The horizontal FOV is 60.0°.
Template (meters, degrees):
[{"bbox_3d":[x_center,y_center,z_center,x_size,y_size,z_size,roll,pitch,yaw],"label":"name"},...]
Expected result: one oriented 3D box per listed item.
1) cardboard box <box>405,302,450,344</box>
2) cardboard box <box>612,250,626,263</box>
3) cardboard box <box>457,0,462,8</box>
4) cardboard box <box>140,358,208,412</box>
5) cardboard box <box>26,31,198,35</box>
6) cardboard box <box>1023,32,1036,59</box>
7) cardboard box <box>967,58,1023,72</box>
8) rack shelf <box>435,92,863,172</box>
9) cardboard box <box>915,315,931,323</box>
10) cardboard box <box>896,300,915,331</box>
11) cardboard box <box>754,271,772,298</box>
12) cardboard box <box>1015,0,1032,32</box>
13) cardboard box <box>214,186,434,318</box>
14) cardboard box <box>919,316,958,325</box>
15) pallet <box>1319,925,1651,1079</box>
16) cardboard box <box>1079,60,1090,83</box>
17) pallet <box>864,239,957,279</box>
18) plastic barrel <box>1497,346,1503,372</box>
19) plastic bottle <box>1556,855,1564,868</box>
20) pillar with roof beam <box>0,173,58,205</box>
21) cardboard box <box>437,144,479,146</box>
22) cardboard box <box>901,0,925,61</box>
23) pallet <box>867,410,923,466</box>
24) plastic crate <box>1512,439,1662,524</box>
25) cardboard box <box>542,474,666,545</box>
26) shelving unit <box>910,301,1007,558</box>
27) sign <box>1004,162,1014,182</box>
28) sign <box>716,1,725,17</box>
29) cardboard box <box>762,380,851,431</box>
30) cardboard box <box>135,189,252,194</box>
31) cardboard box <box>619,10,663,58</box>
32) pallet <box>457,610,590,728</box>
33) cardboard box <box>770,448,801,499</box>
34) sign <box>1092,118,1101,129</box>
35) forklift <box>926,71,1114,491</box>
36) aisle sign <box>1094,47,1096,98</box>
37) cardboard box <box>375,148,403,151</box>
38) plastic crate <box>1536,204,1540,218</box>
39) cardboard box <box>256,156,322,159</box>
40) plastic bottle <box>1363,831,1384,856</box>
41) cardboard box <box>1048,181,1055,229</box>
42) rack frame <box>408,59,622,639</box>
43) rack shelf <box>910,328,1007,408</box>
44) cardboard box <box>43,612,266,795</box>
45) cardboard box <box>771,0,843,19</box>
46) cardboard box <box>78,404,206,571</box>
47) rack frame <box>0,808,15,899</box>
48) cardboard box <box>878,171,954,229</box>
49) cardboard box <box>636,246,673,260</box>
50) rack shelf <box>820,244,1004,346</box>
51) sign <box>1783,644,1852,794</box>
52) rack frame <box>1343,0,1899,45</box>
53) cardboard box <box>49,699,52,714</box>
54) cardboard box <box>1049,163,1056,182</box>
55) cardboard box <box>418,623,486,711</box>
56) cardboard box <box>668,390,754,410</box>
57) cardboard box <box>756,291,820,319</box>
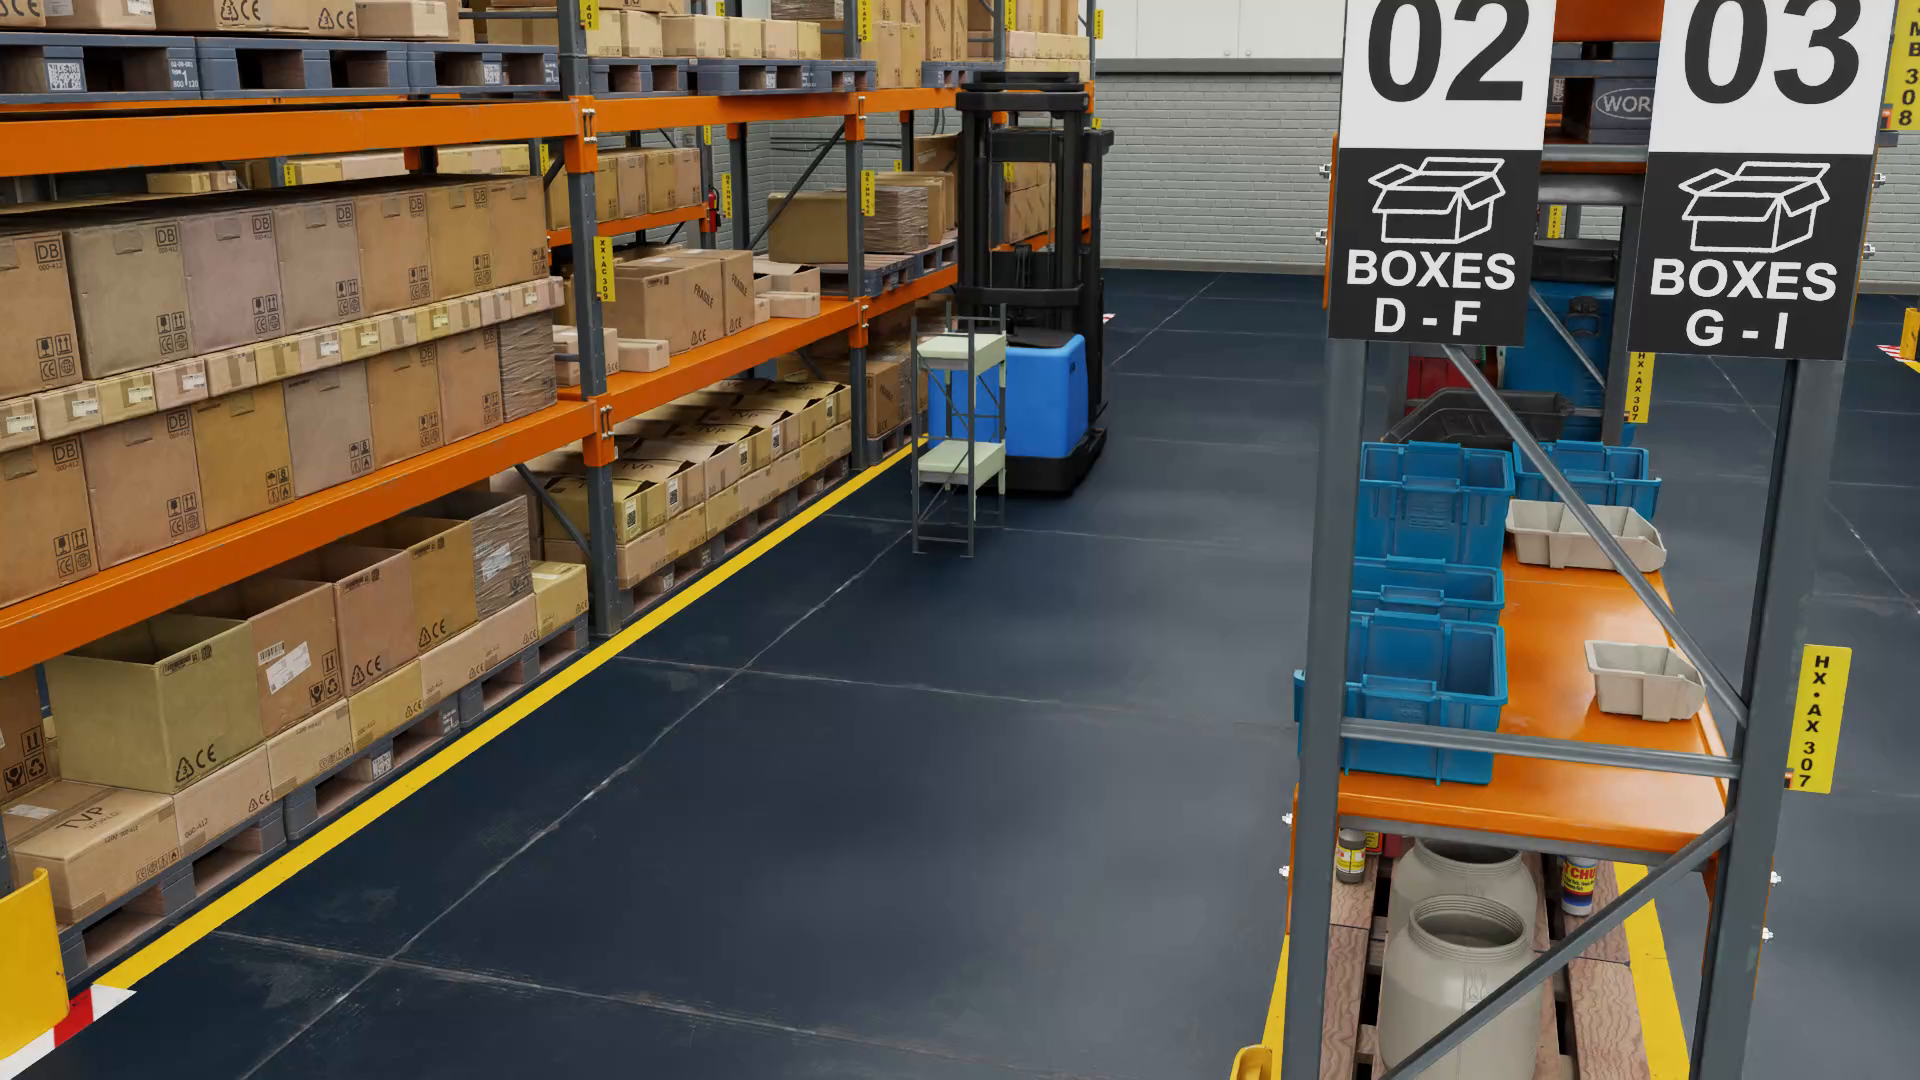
[{"bbox_3d":[-2.504,-0.972,7.386,0.380,0.149,0.250,5,16,16],"label":"cardboard box"},{"bbox_3d":[-4.227,-3.392,19.914,0.380,0.149,0.250,5,17,17],"label":"cardboard box"},{"bbox_3d":[-5.194,-5.285,16.104,0.500,0.250,0.500,6,17,20],"label":"cardboard box"},{"bbox_3d":[-2.941,-0.565,5.953,0.380,0.149,0.250,4,16,15],"label":"cardboard box"},{"bbox_3d":[-3.245,-2.056,6.220,0.500,0.311,0.500,7,17,22],"label":"cardboard box"},{"bbox_3d":[0.449,-4.909,16.500,0.500,0.250,0.500,5,16,16],"label":"cardboard box"},{"bbox_3d":[0.308,-4.537,16.107,0.500,0.250,0.500,5,16,16],"label":"cardboard box"},{"bbox_3d":[-1.773,-2.586,10.269,1.077,0.370,4.000,5,16,16],"label":"rack shelf"},{"bbox_3d":[-0.580,-1.819,15.521,0.500,0.500,0.500,5,17,17],"label":"cardboard box"},{"bbox_3d":[-0.723,-2.059,14.991,0.500,0.250,0.500,5,16,16],"label":"cardboard box"},{"bbox_3d":[-1.644,-1.750,11.665,0.500,0.311,0.500,4,16,15],"label":"cardboard box"},{"bbox_3d":[0.312,-5.280,16.437,0.700,0.500,0.500,5,16,16],"label":"cardboard box"},{"bbox_3d":[-2.747,-1.258,7.206,0.700,0.500,0.500,5,16,16],"label":"cardboard box"},{"bbox_3d":[-0.082,-1.787,15.408,0.500,0.500,0.500,5,16,16],"label":"cardboard box"},{"bbox_3d":[1.483,1.572,4.900,1.003,0.211,1.213,5,16,16],"label":"pallet"},{"bbox_3d":[1.176,-5.321,18.869,0.500,0.250,0.500,5,16,16],"label":"cardboard box"},{"bbox_3d":[-0.656,-2.429,14.246,1.003,0.211,1.213,5,16,16],"label":"pallet"},{"bbox_3d":[3.098,-1.071,8.859,0.433,0.535,0.433,0,16,0],"label":"plastic barrel"},{"bbox_3d":[2.182,1.027,5.904,0.097,0.271,0.097,0,16,0],"label":"plastic bottle"},{"bbox_3d":[-3.026,-4.674,10.818,9.100,9.000,0.400,5,16,16],"label":"pillar with roof beam"},{"bbox_3d":[-5.199,-3.903,16.953,0.500,0.250,0.500,5,17,18],"label":"cardboard box"},{"bbox_3d":[-0.658,-4.324,13.945,0.600,0.600,0.600,4,16,14],"label":"cardboard box"},{"bbox_3d":[-0.956,-0.863,13.484,1.003,0.211,1.213,5,16,16],"label":"pallet"},{"bbox_3d":[2.353,-0.198,6.303,0.499,0.251,0.616,5,16,16],"label":"plastic crate"},{"bbox_3d":[-1.985,-0.203,9.290,0.500,0.311,0.500,5,16,16],"label":"cardboard box"},{"bbox_3d":[-0.002,-0.720,10.619,0.431,1.500,0.755,5,16,16],"label":"shelving unit"},{"bbox_3d":[0.465,-3.573,15.808,0.100,0.325,0.005,5,16,16],"label":"sign"},{"bbox_3d":[-1.724,-3.746,12.095,0.100,0.325,0.005,5,16,16],"label":"sign"},{"bbox_3d":[-1.117,-1.005,12.116,0.500,0.311,0.500,5,17,17],"label":"cardboard box"},{"bbox_3d":[-6.079,-2.531,13.266,0.700,0.500,0.500,3,16,9],"label":"cardboard box"},{"bbox_3d":[-2.003,-2.843,9.362,0.500,0.250,0.500,3,16,10],"label":"cardboard box"},{"bbox_3d":[-2.607,0.581,8.394,1.003,0.211,1.213,5,16,16],"label":"pallet"},{"bbox_3d":[-1.409,-0.468,11.252,0.500,0.250,0.500,5,17,17],"label":"cardboard box"},{"bbox_3d":[1.595,-4.766,19.433,0.100,0.325,0.005,5,16,16],"label":"sign"},{"bbox_3d":[0.575,-2.115,12.915,1.130,2.935,3.031,3,16,12],"label":"forklift"},{"bbox_3d":[1.382,-5.350,19.429,0.394,0.787,0.004,5,16,16],"label":"aisle sign"},{"bbox_3d":[-5.479,-3.634,16.005,0.500,0.250,0.500,4,16,14],"label":"cardboard box"},{"bbox_3d":[5.175,-2.947,15.495,0.402,0.464,0.583,5,16,16],"label":"plastic crate"},{"bbox_3d":[-5.924,-3.231,14.583,0.500,0.250,0.500,4,16,14],"label":"cardboard box"},{"bbox_3d":[1.470,0.987,6.039,0.152,0.276,0.135,5,17,16],"label":"plastic bottle"},{"bbox_3d":[0.768,-3.617,17.900,0.500,0.500,0.500,4,16,15],"label":"cardboard box"},{"bbox_3d":[-2.341,-0.965,8.736,1.000,3.000,0.127,5,16,16],"label":"rack frame"},{"bbox_3d":[-0.002,-1.095,10.512,0.431,0.370,0.720,5,16,16],"label":"rack shelf"},{"bbox_3d":[-2.972,0.587,6.157,0.500,0.500,0.500,5,16,16],"label":"cardboard box"},{"bbox_3d":[-1.074,-4.098,12.266,0.500,0.500,0.500,5,16,16],"label":"cardboard box"},{"bbox_3d":[-3.188,-0.226,5.945,0.700,0.500,0.500,5,17,17],"label":"cardboard box"},{"bbox_3d":[-3.478,0.081,5.046,1.000,3.000,0.127,5,16,16],"label":"rack frame"},{"bbox_3d":[-0.417,-3.202,15.668,0.700,0.500,0.500,-1,16,-3],"label":"cardboard box"},{"bbox_3d":[-3.718,-3.494,20.273,0.380,0.149,0.250,5,17,17],"label":"cardboard box"},{"bbox_3d":[-0.636,-2.189,14.368,1.077,0.370,4.000,5,16,16],"label":"rack shelf"},{"bbox_3d":[1.796,0.377,3.496,0.100,0.325,0.005,5,16,16],"label":"sign"},{"bbox_3d":[1.270,-2.420,2.870,1.000,3.000,0.127,5,16,16],"label":"rack frame"},{"bbox_3d":[-3.341,0.415,6.764,0.500,0.500,0.500,5,16,16],"label":"cardboard box"},{"bbox_3d":[0.775,-4.094,17.749,0.500,0.500,0.500,5,17,18],"label":"cardboard box"},{"bbox_3d":[-2.543,0.556,7.642,0.500,0.250,0.500,5,16,16],"label":"cardboard box"},{"bbox_3d":[-1.776,-0.908,11.777,0.500,0.311,0.500,4,16,14],"label":"cardboard box"},{"bbox_3d":[-1.195,-1.634,11.554,0.380,0.149,0.250,5,16,16],"label":"cardboard box"}]
